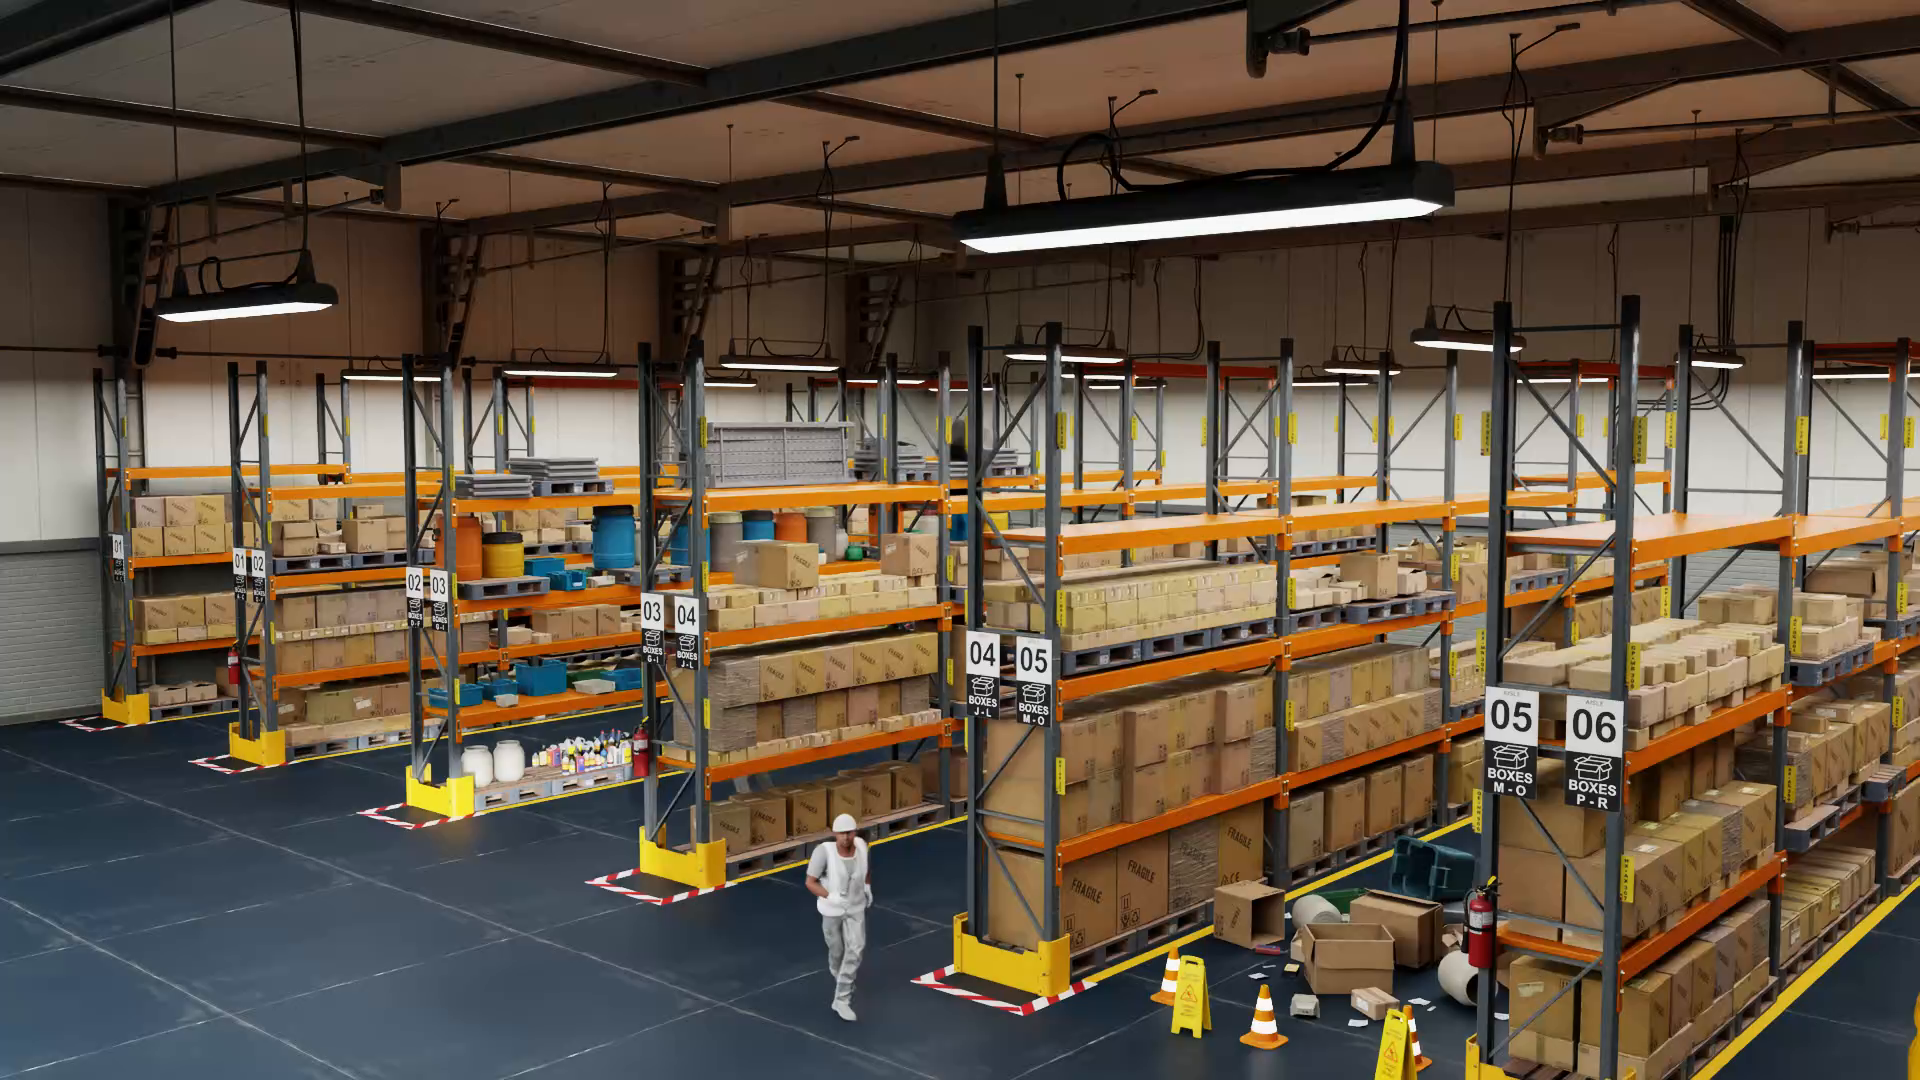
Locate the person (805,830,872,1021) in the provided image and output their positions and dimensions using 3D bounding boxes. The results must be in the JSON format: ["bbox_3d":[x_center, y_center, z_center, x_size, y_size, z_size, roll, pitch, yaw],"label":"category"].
[{"bbox_3d":[-1.067,3.230,14.511,0.643,1.718,0.859,-1,4,-16],"label":"person"}]
